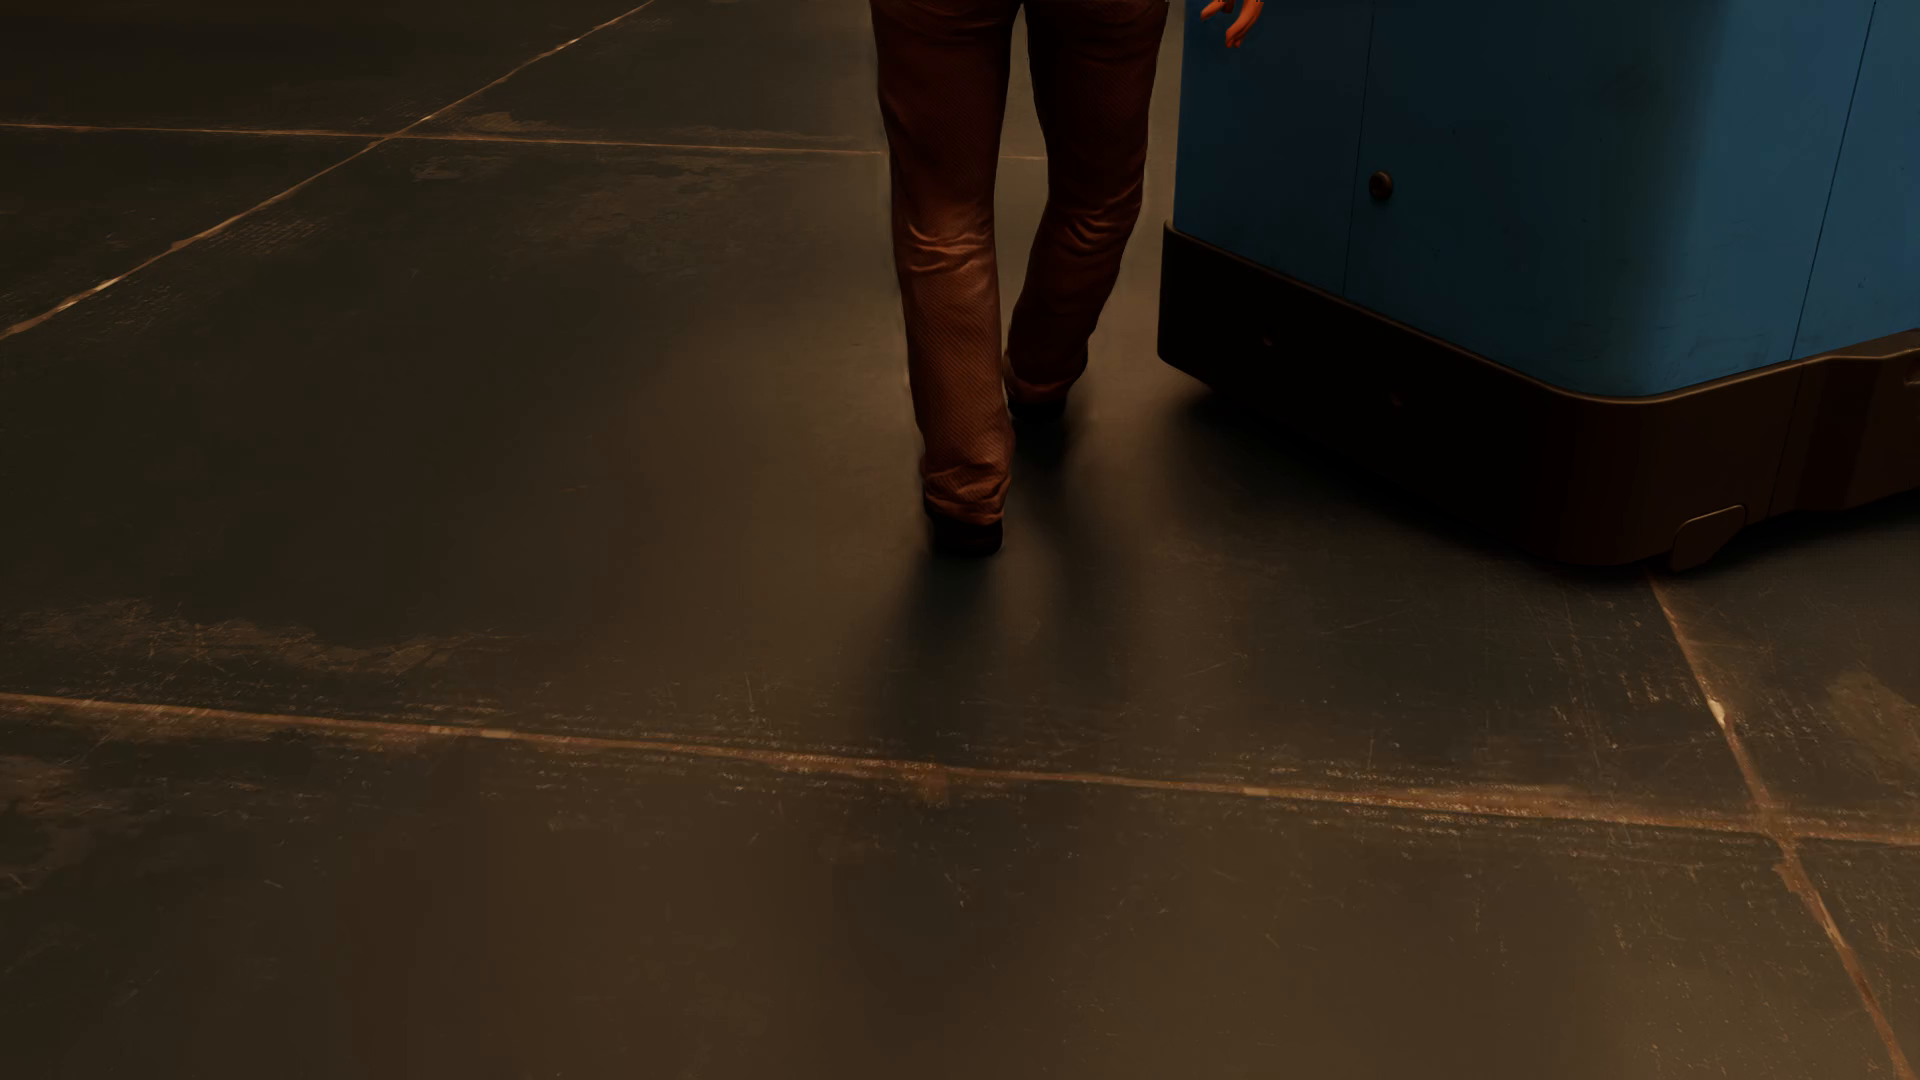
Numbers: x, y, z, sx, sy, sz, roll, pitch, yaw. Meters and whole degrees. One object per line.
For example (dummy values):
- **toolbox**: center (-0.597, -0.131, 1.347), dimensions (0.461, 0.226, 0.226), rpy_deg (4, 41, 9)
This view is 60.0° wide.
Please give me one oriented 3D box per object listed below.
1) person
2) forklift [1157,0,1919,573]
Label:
- **person**: center (0.070, -0.893, 2.399), dimensions (0.707, 1.693, 0.785), rpy_deg (-1, 27, -2)
- **forklift**: center (1.897, -1.727, 2.679), dimensions (3.031, 2.935, 1.130), rpy_deg (-14, 30, -26)
